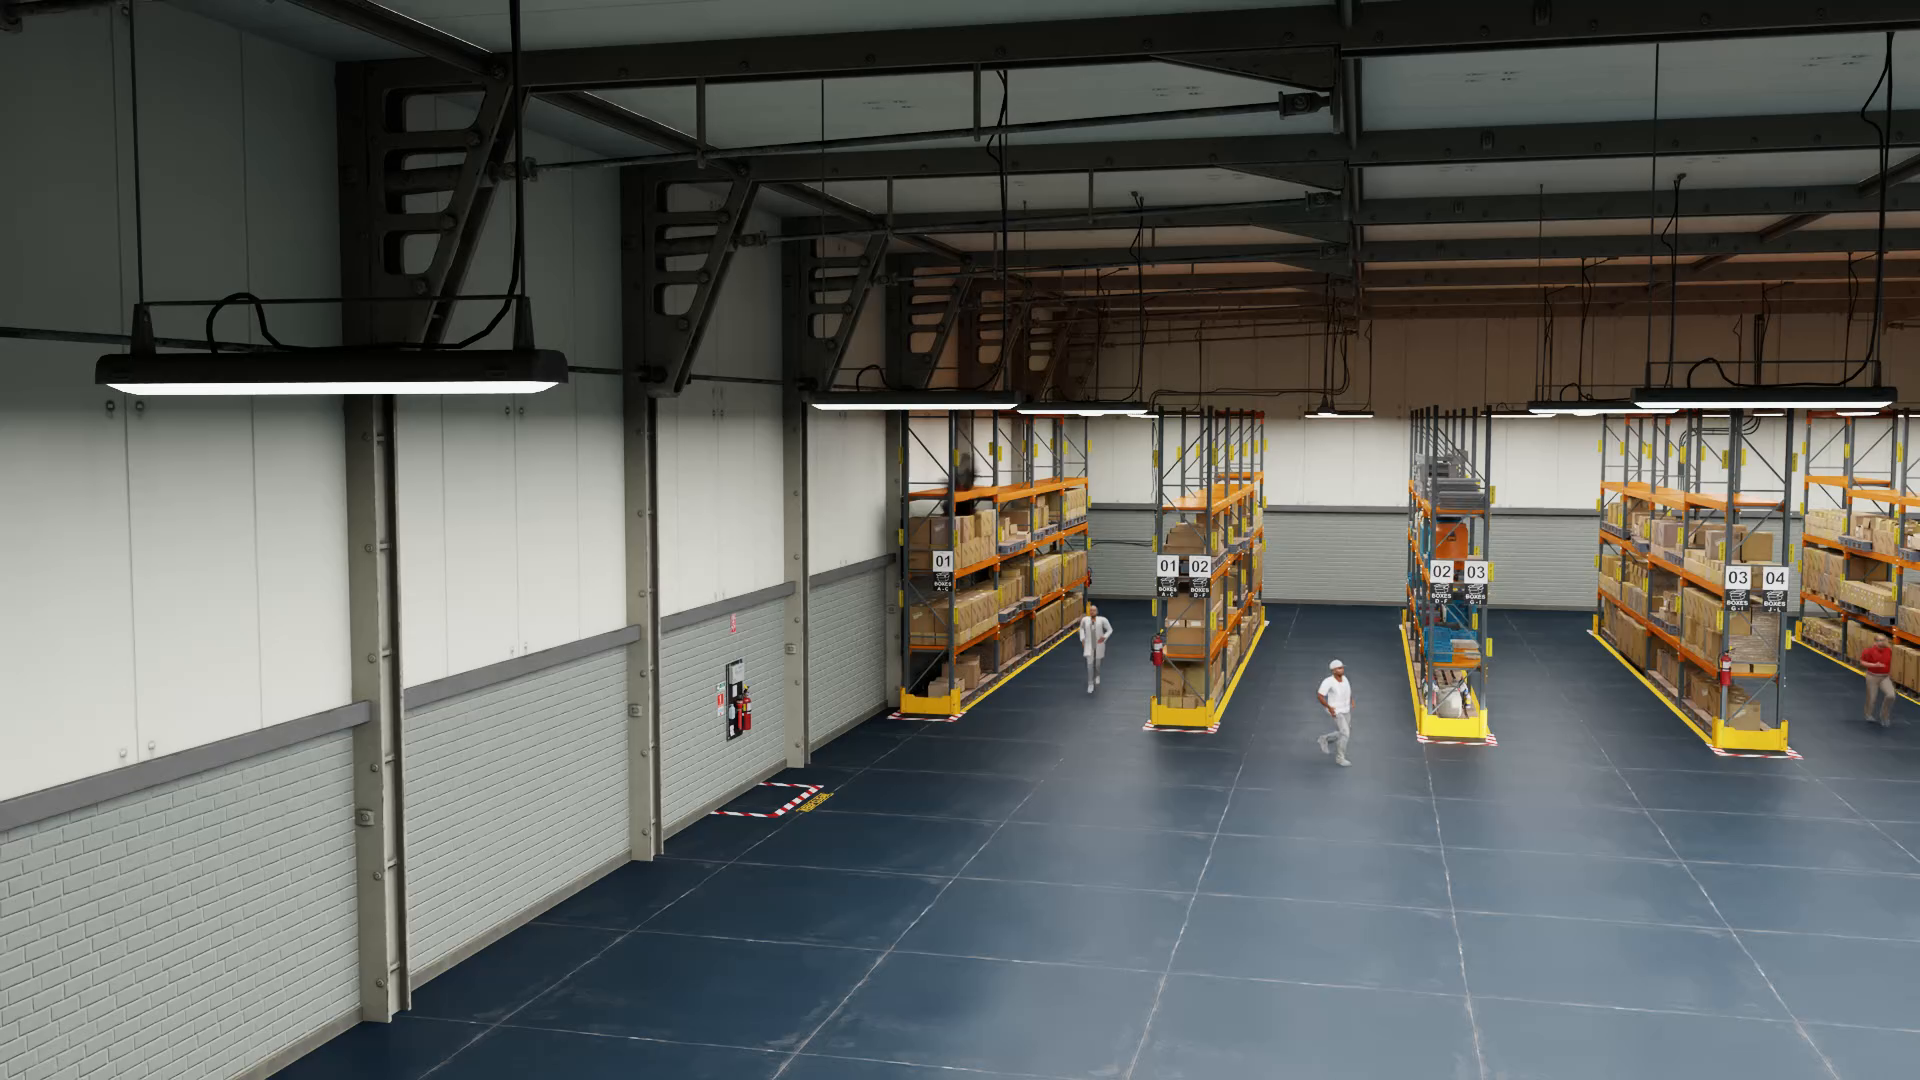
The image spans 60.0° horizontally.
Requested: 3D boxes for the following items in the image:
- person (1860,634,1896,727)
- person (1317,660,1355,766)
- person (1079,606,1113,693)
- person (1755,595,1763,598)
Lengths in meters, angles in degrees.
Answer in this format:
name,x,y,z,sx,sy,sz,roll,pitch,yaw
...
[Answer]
name,x,y,z,sx,sy,sz,roll,pitch,yaw
person,17.227,2.643,31.244,0.641,1.759,0.790,0,4,6
person,6.283,2.869,27.814,0.692,1.747,0.689,-4,5,-41
person,2.877,2.288,35.309,0.729,1.825,0.855,1,4,12
person,20.474,1.820,42.910,0.715,1.690,0.876,2,5,25
